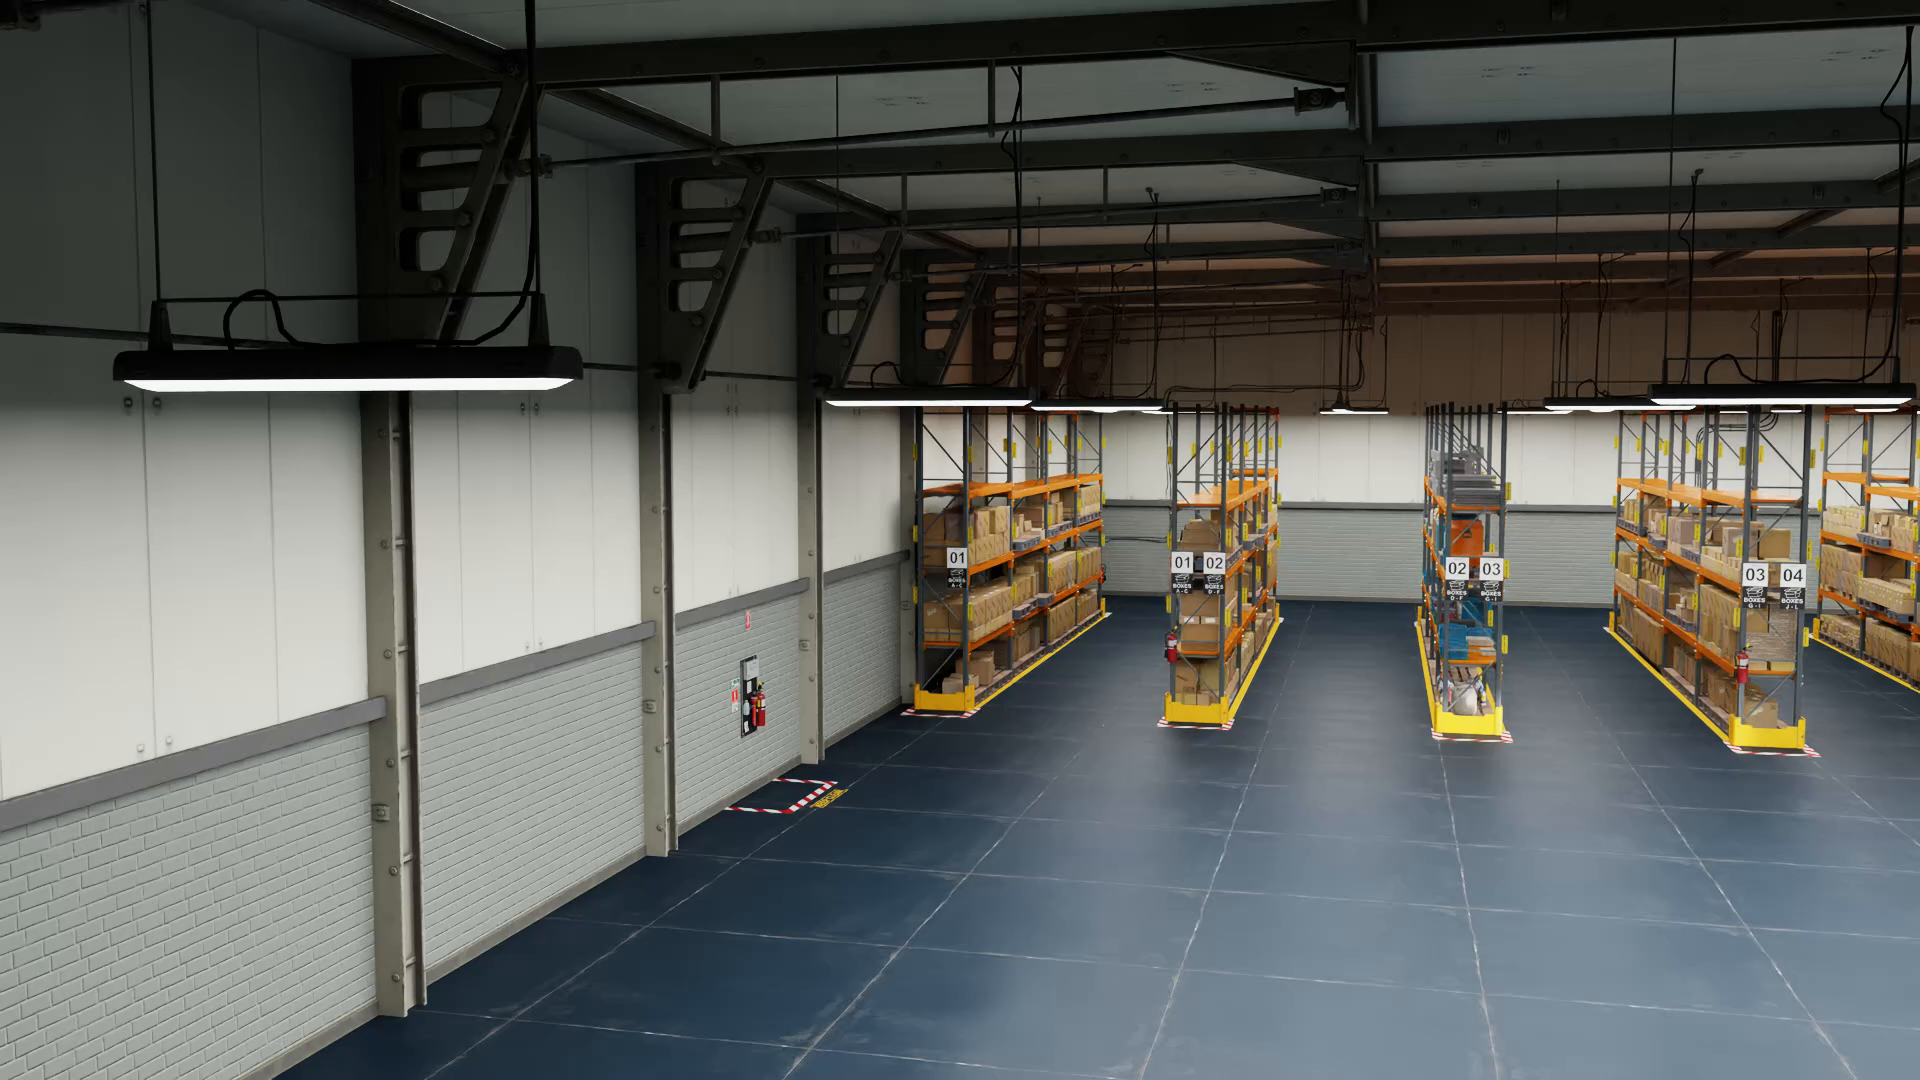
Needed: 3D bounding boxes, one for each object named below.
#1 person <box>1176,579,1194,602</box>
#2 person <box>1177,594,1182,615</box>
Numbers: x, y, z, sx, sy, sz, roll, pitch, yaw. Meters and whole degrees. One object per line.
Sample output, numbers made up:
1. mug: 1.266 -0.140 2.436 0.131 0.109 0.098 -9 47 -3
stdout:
1. person: 6.944 1.120 50.675 0.549 1.693 0.733 -3 5 -37
2. person: 6.328 1.472 46.601 0.651 1.709 0.383 -4 5 -40
